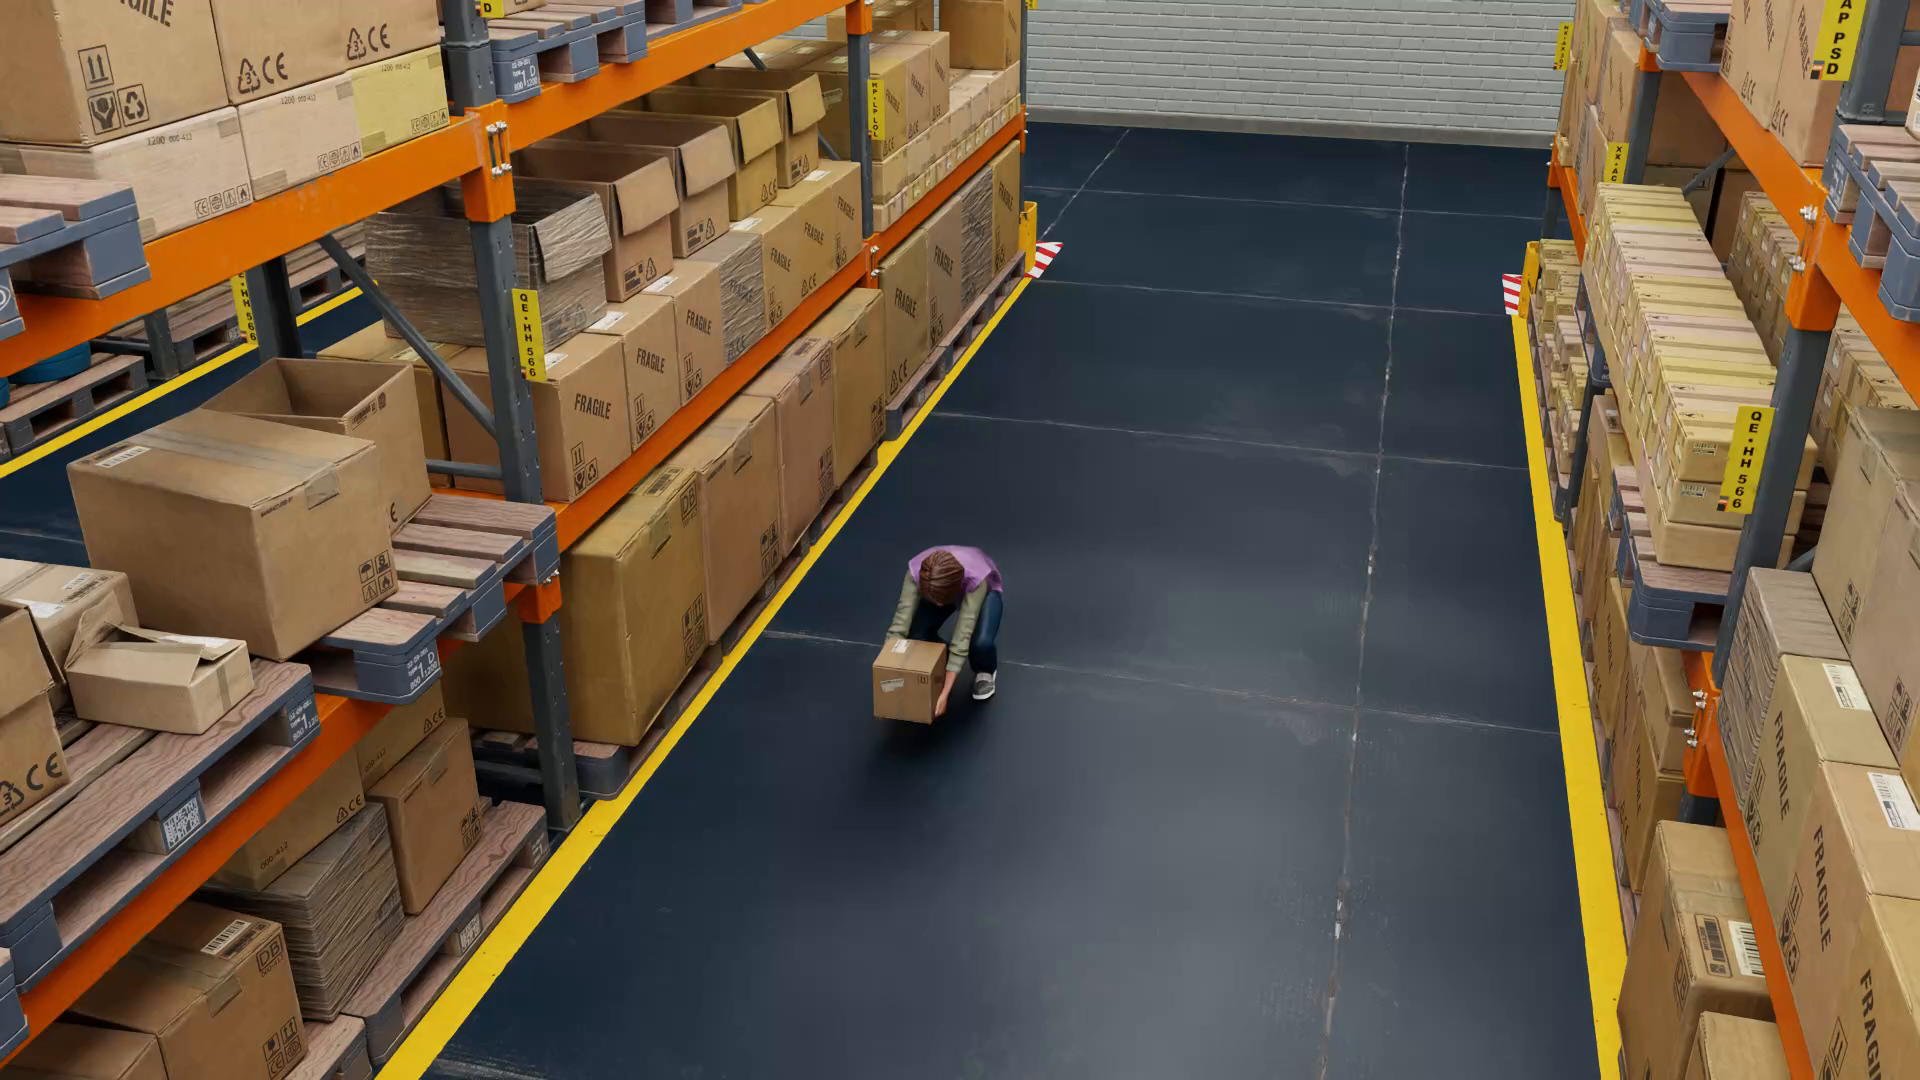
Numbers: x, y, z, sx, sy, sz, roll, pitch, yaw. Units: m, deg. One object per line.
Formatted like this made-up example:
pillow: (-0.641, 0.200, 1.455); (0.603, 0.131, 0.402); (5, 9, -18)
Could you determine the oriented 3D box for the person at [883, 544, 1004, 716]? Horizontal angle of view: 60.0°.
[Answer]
person: (-0.052, 0.352, 7.260); (0.437, 0.852, 0.911); (7, 26, 13)
